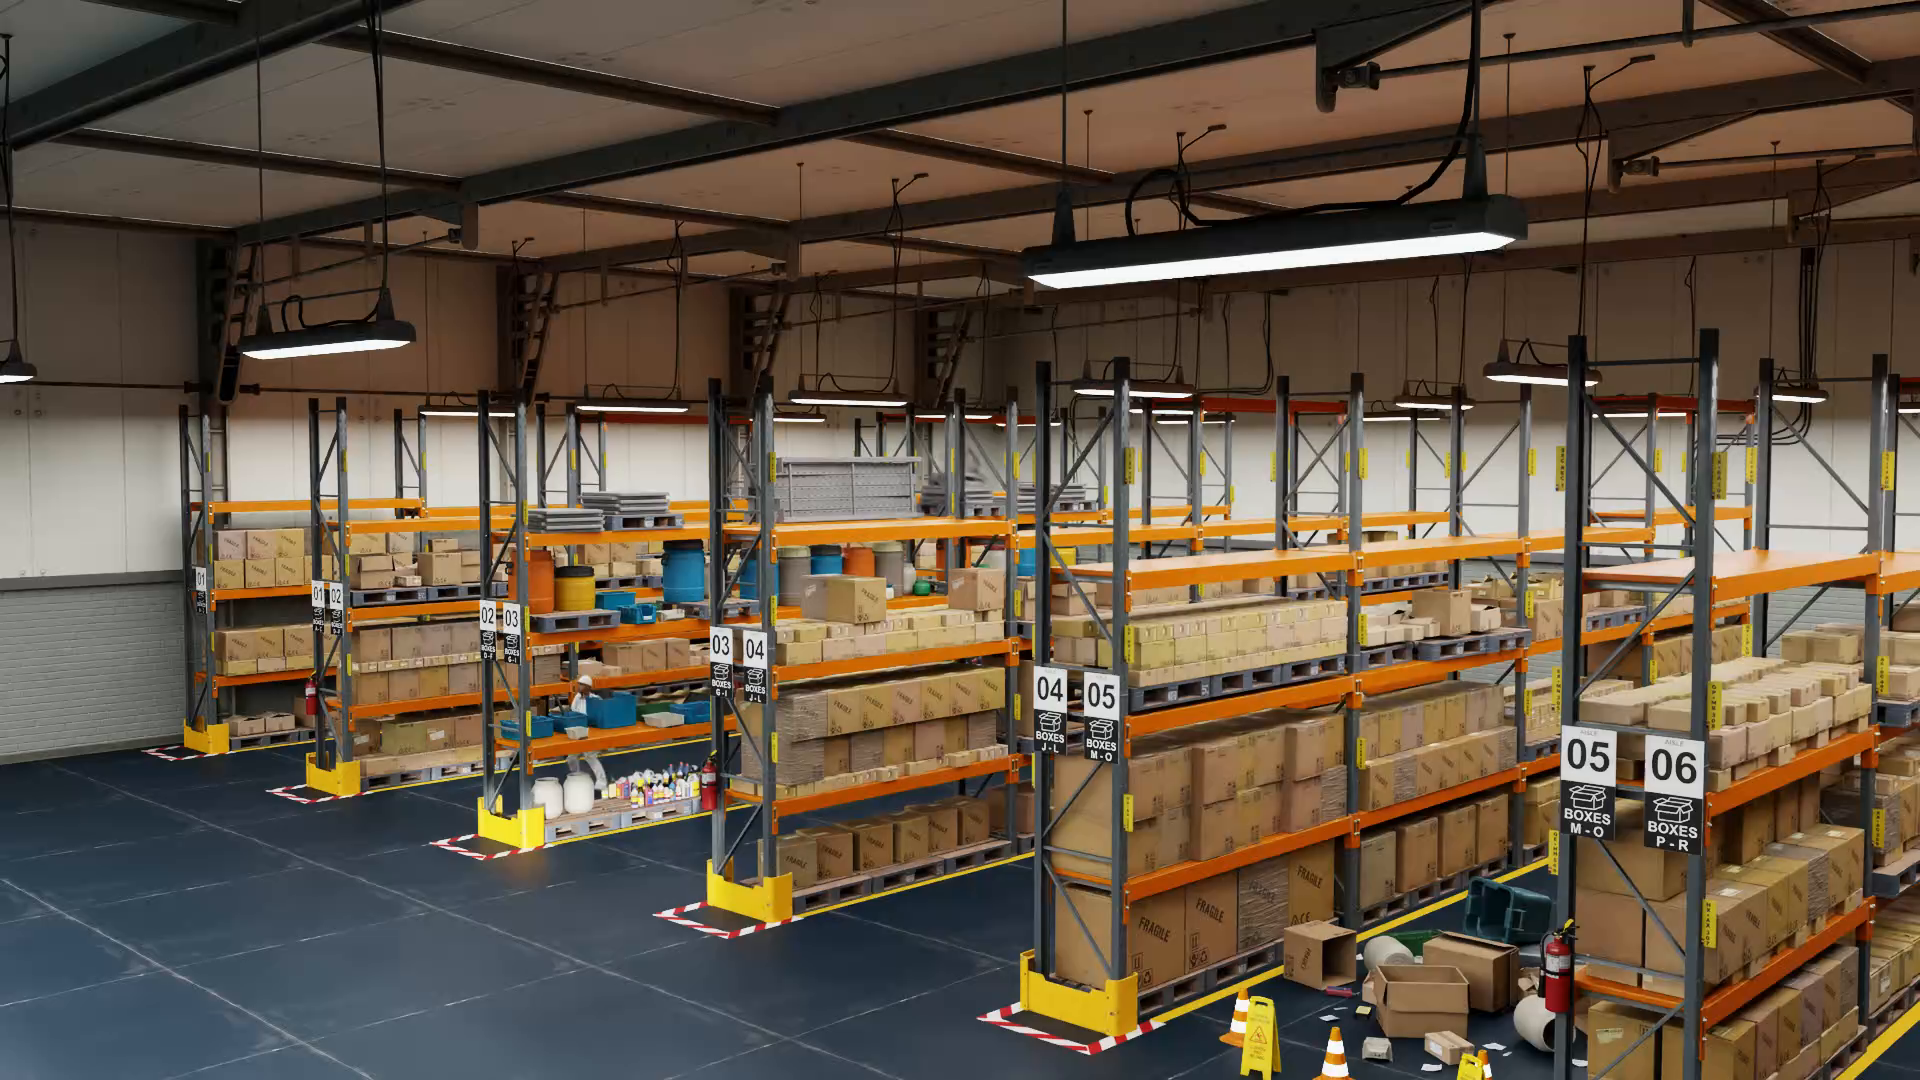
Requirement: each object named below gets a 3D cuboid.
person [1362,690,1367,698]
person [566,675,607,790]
[{"bbox_3d":[5.915,3.037,24.631,0.562,1.656,0.595,2,4,37],"label":"person"},{"bbox_3d":[-5.658,2.964,25.117,0.669,1.847,0.703,2,4,38],"label":"person"}]
